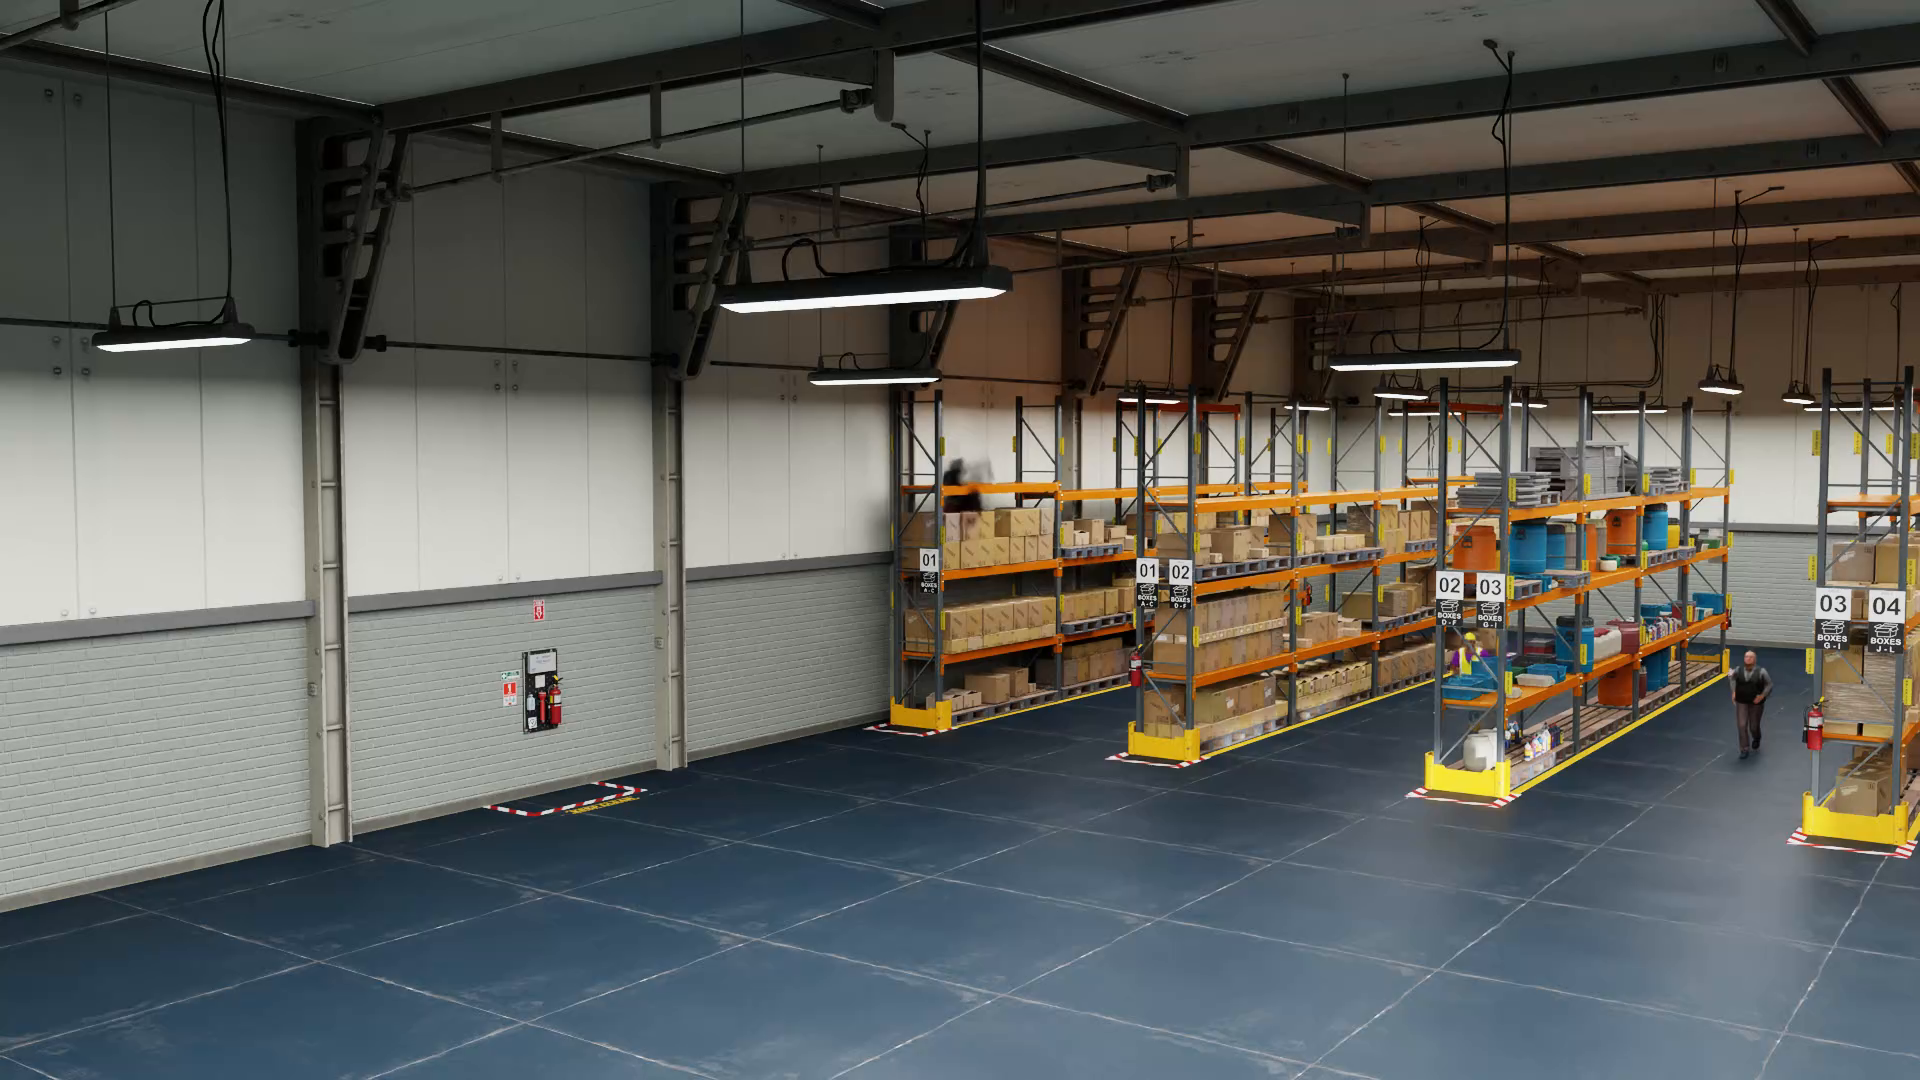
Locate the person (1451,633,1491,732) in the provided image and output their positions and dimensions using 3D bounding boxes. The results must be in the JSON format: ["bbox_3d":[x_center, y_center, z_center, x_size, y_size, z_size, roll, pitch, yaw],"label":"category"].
[{"bbox_3d":[8.918,2.488,29.061,0.673,1.737,0.756,2,4,37],"label":"person"}]

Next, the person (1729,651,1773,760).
[{"bbox_3d":[12.756,2.651,26.848,0.672,1.718,0.849,2,4,33],"label":"person"}]
